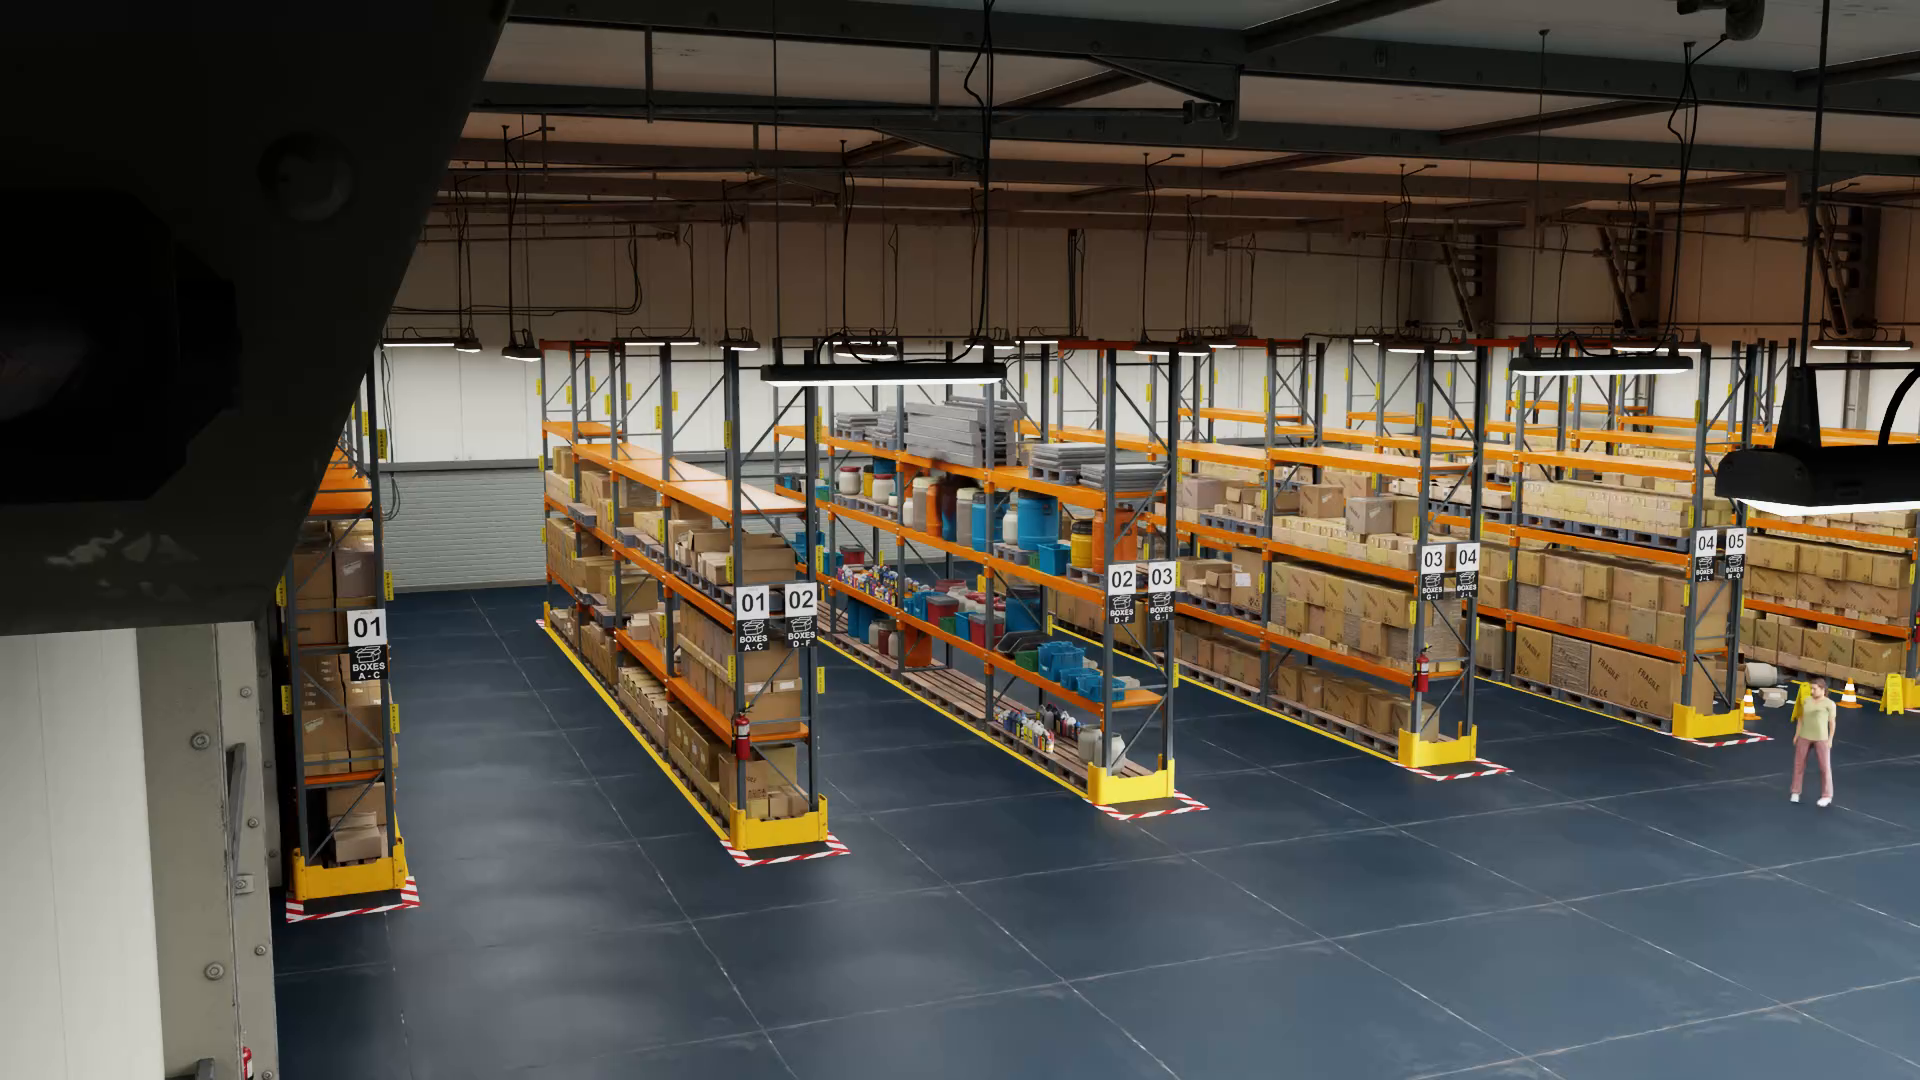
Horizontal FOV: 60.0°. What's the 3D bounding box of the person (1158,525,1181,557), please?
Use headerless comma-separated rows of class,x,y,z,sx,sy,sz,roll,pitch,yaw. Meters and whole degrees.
person,5.286,0.061,41.416,0.686,1.799,0.432,-2,8,-15

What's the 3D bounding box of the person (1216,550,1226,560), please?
person,6.748,0.004,41.829,1.016,1.737,0.790,0,7,3

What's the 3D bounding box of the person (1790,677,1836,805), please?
person,11.289,2.644,21.994,0.515,1.675,0.445,6,9,36
